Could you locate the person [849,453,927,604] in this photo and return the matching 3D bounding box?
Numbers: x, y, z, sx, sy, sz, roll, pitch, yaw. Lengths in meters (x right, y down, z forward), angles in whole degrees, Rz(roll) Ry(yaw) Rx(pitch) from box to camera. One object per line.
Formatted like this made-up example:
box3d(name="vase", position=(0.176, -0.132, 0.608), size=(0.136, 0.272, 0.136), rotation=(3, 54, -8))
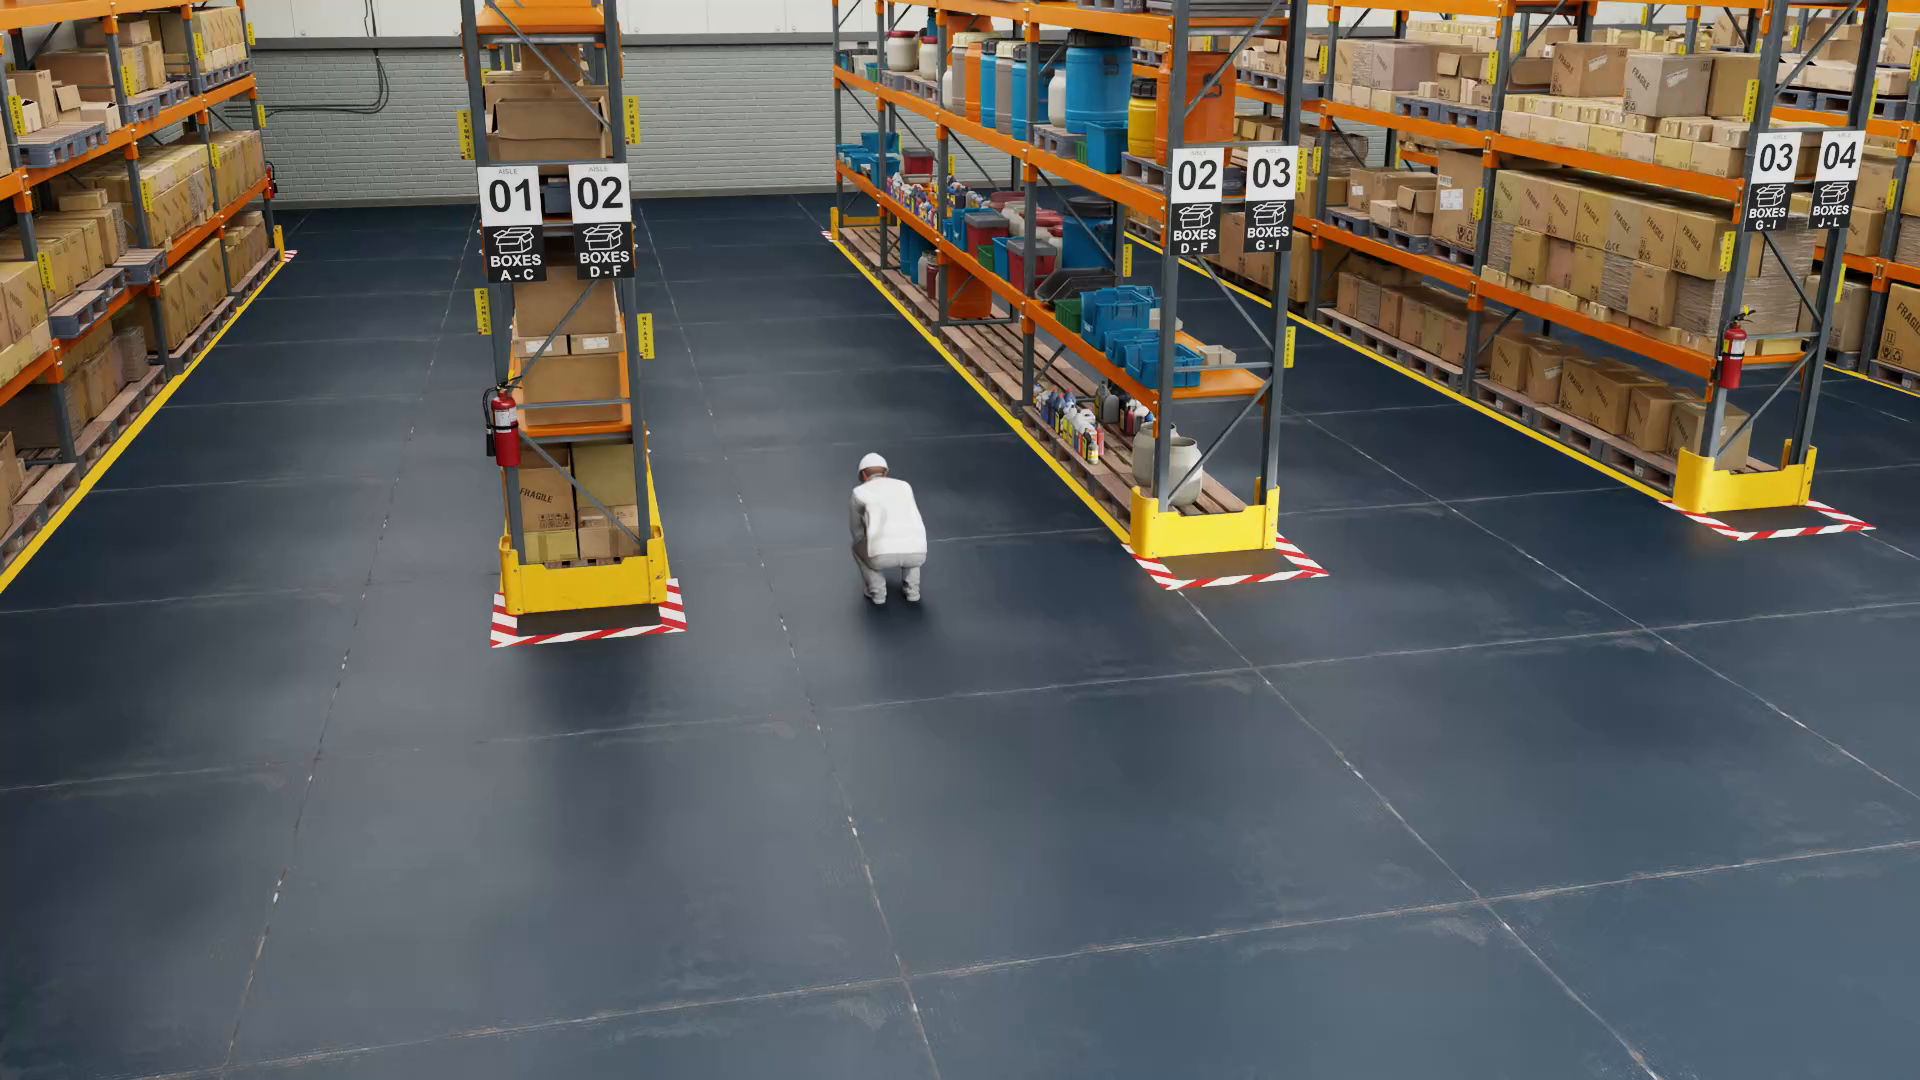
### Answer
box3d(name="person", position=(-0.544, -0.085, 12.440), size=(0.538, 1.004, 0.861), rotation=(-4, 20, -12))
